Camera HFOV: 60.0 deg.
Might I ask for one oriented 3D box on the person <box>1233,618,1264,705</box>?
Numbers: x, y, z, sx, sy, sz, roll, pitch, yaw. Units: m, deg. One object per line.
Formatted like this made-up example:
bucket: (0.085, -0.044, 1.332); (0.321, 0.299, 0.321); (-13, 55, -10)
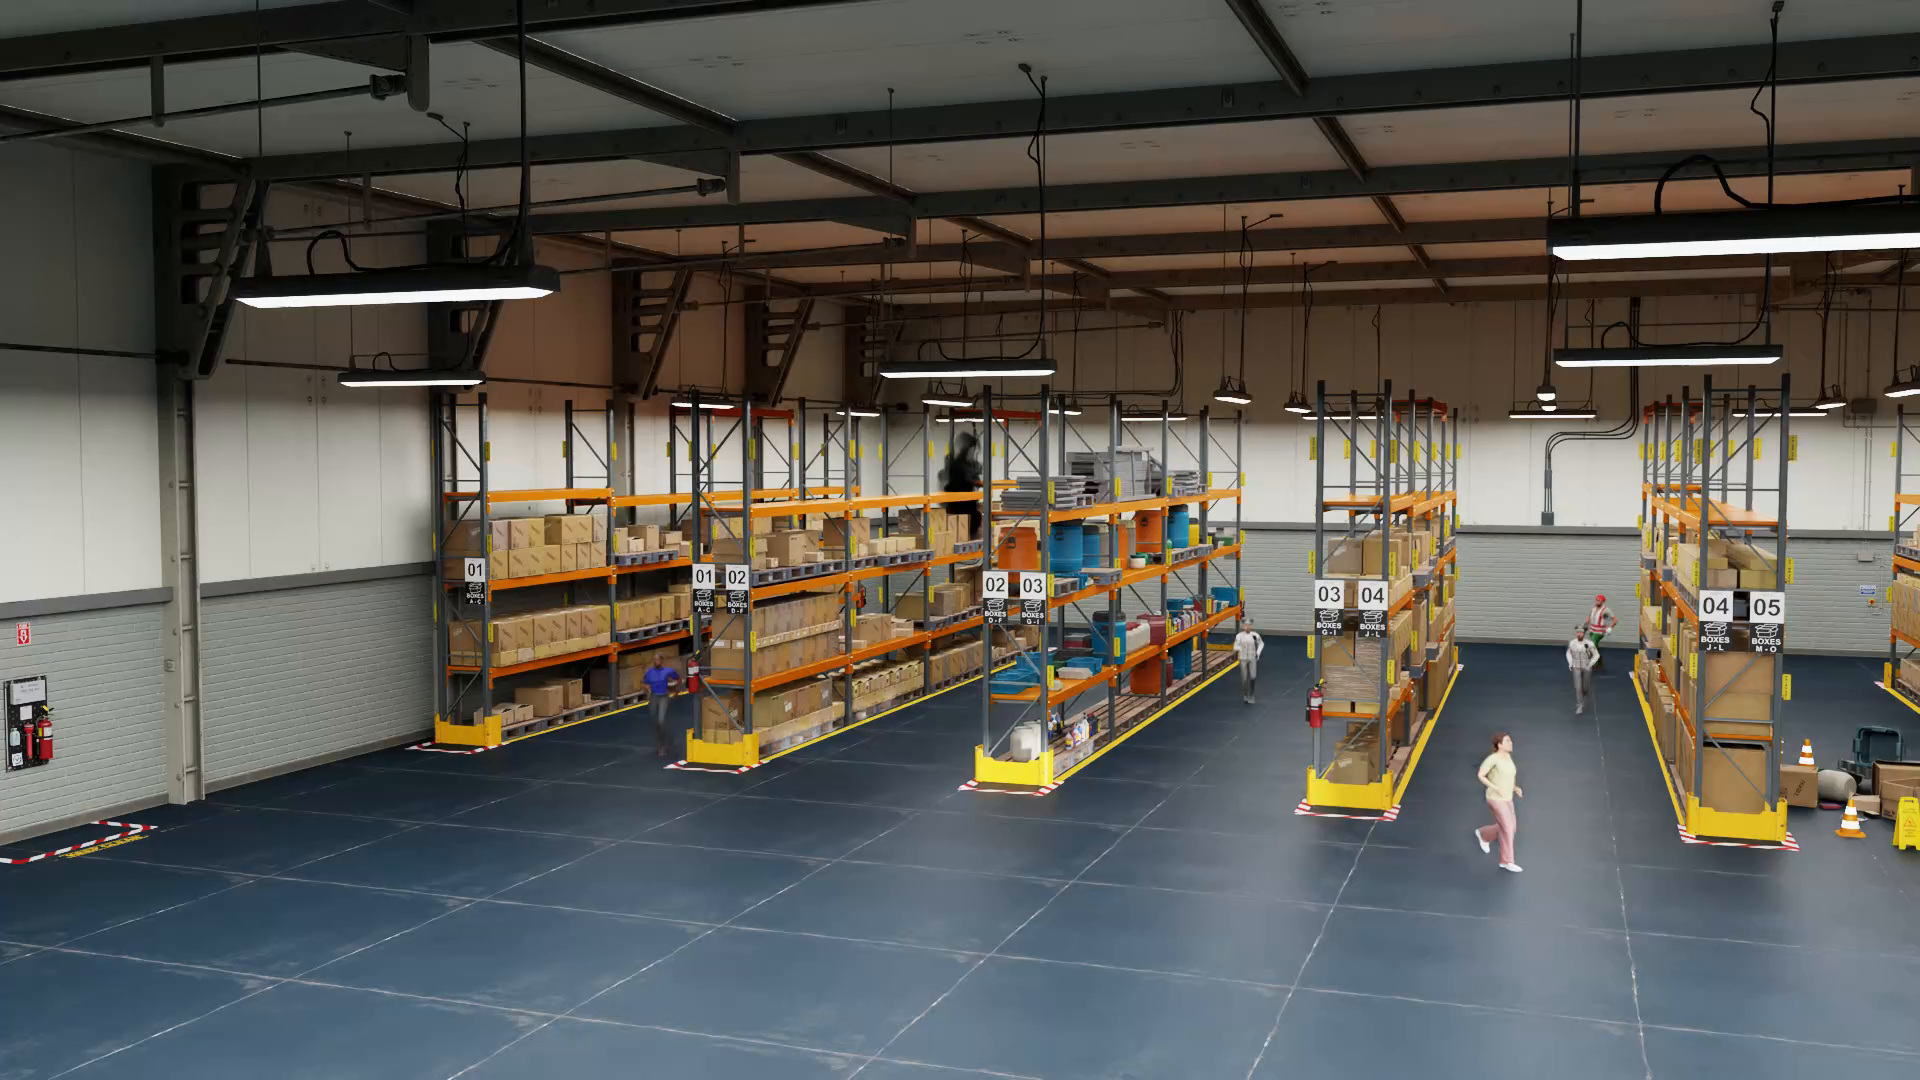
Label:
person: (5.728, 2.408, 32.990); (0.583, 1.723, 0.651); (1, 3, 10)

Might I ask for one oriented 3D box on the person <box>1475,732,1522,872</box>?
person: (6.447, 3.131, 20.022); (0.581, 1.641, 0.710); (-2, 4, -37)

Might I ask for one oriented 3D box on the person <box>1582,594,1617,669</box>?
person: (14.448, 2.124, 37.648); (0.692, 1.800, 0.717); (-1, 3, -18)

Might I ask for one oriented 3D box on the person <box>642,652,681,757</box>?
person: (-4.960, 2.718, 27.536); (0.601, 1.727, 0.741); (1, 3, 12)

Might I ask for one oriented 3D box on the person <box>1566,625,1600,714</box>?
person: (11.924, 2.462, 31.852); (0.617, 1.687, 0.734); (2, 3, 28)
